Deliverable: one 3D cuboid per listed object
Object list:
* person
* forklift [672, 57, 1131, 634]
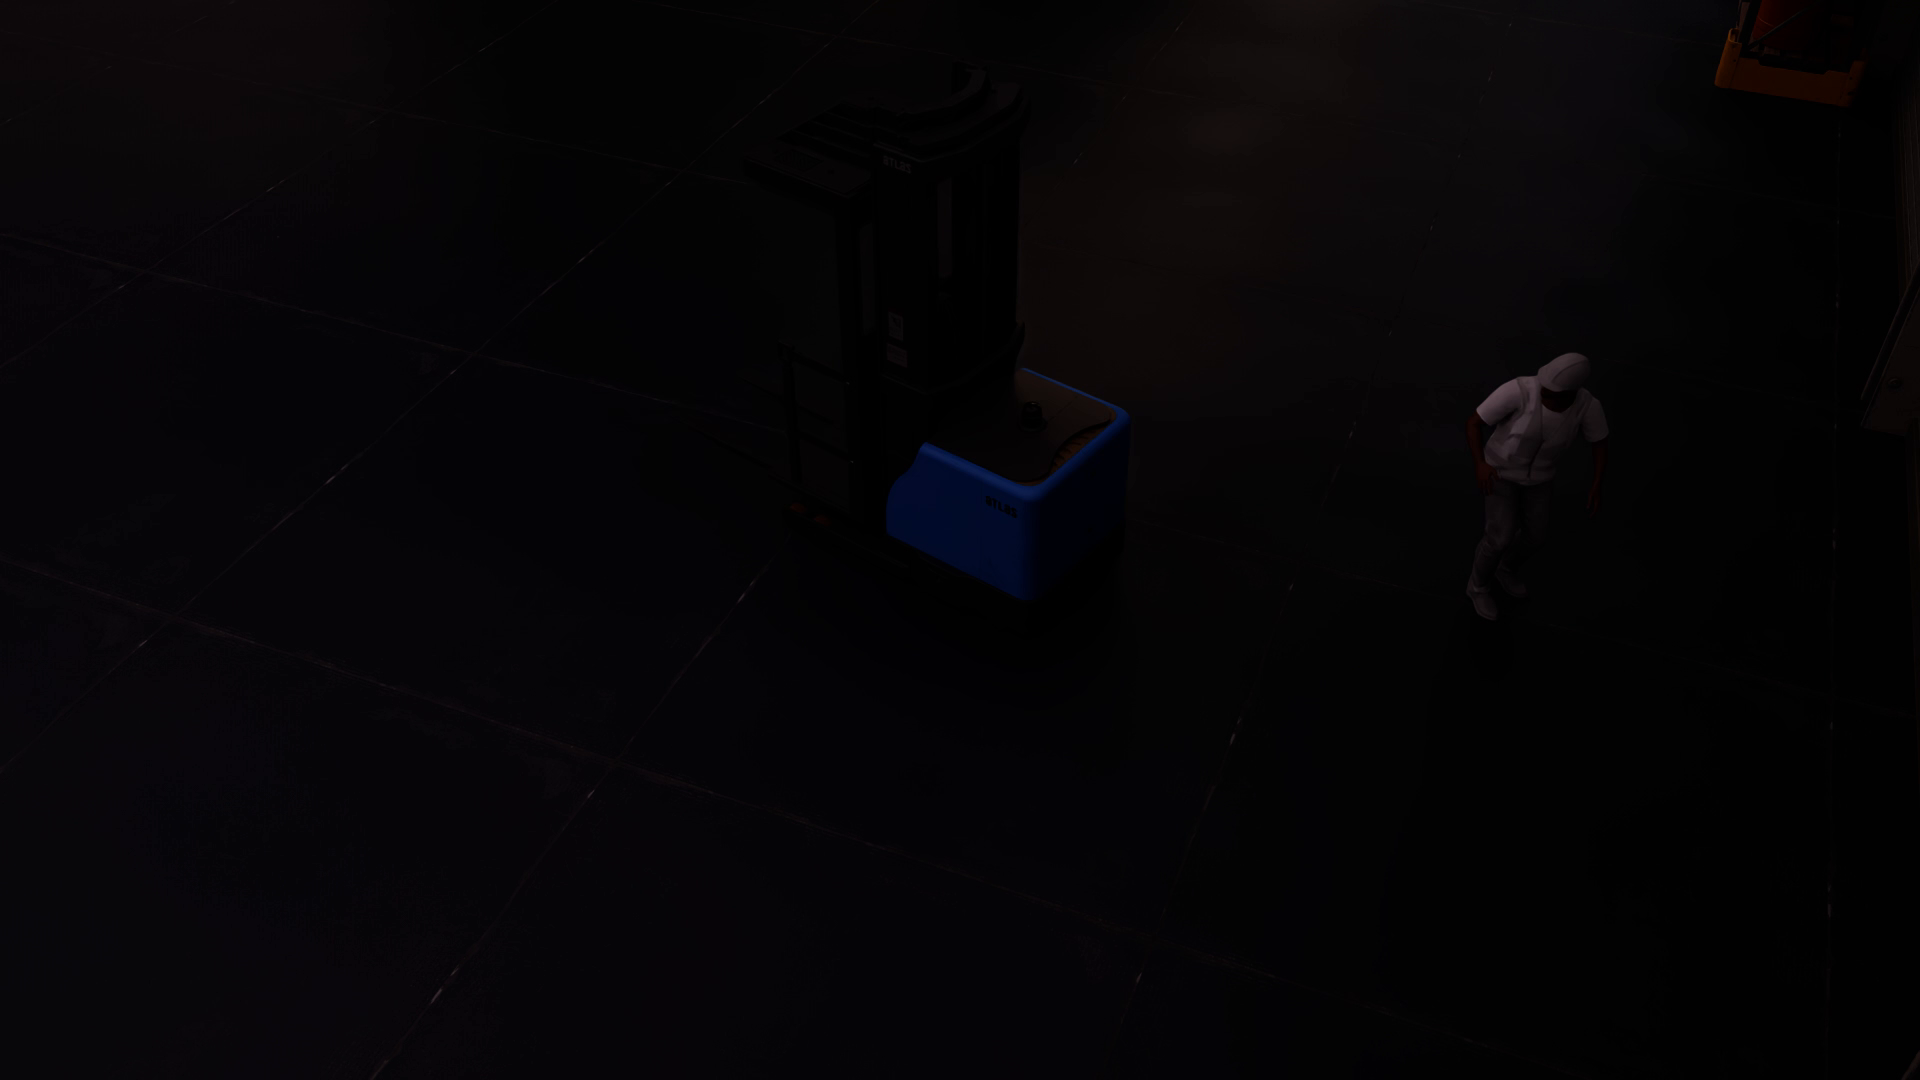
[{"bbox_3d":[3.226,-0.335,9.363,0.791,1.718,0.516,-3,40,-3],"label":"person"},{"bbox_3d":[-0.488,-1.359,9.630,3.031,2.935,1.130,26,46,28],"label":"forklift"}]
